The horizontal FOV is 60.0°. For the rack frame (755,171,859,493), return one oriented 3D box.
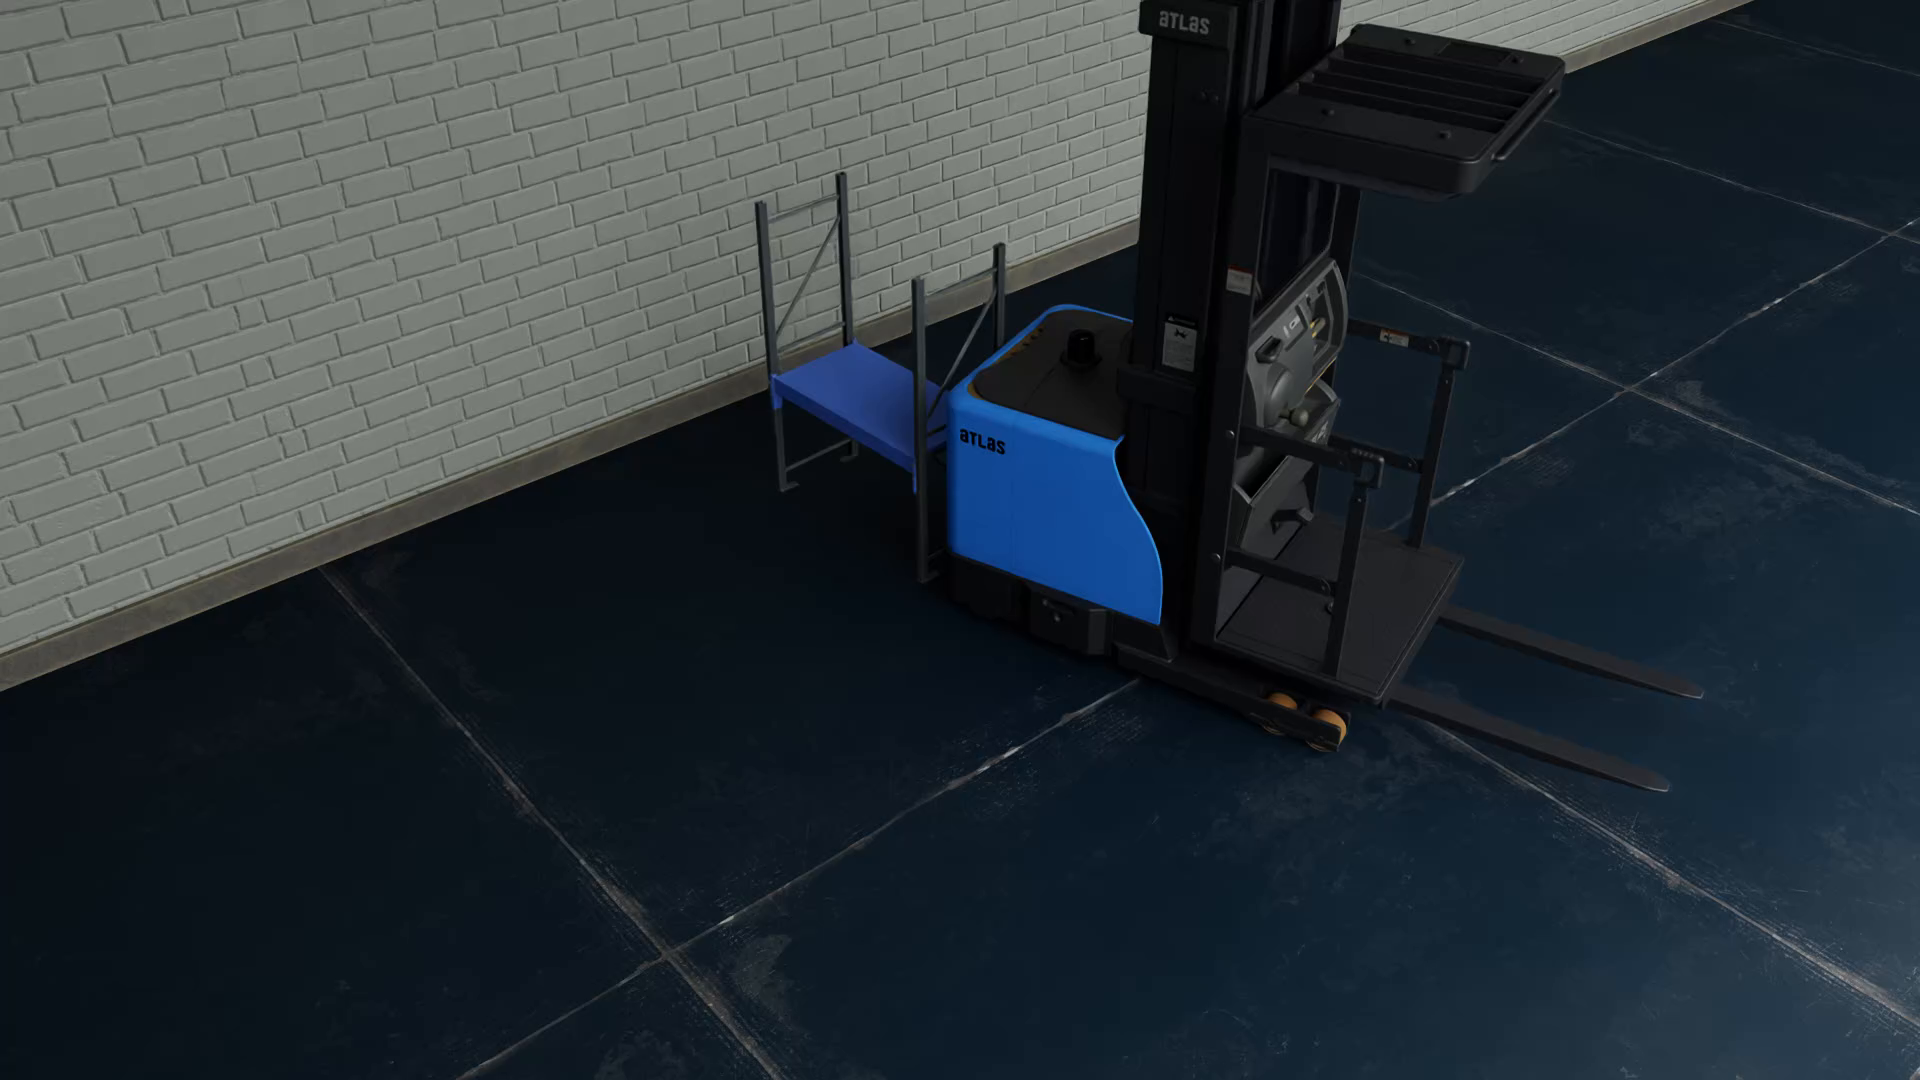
[{"bbox_3d":[-0.701,-0.946,7.788,0.500,1.500,0.032,-29,44,-34],"label":"rack frame"}]

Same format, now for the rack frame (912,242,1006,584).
[{"bbox_3d":[-0.002,-0.519,7.186,0.500,1.500,0.032,-29,44,-34],"label":"rack frame"}]

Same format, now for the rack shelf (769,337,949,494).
[{"bbox_3d":[-0.351,-0.586,7.591,0.538,0.185,1.000,-29,44,-34],"label":"rack shelf"}]

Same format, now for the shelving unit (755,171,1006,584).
[{"bbox_3d":[-0.351,-0.733,7.487,0.538,1.500,1.048,-29,44,-34],"label":"shelving unit"}]

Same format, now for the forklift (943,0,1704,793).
[{"bbox_3d":[1.455,-0.712,6.219,3.031,2.935,1.130,19,40,25],"label":"forklift"}]
